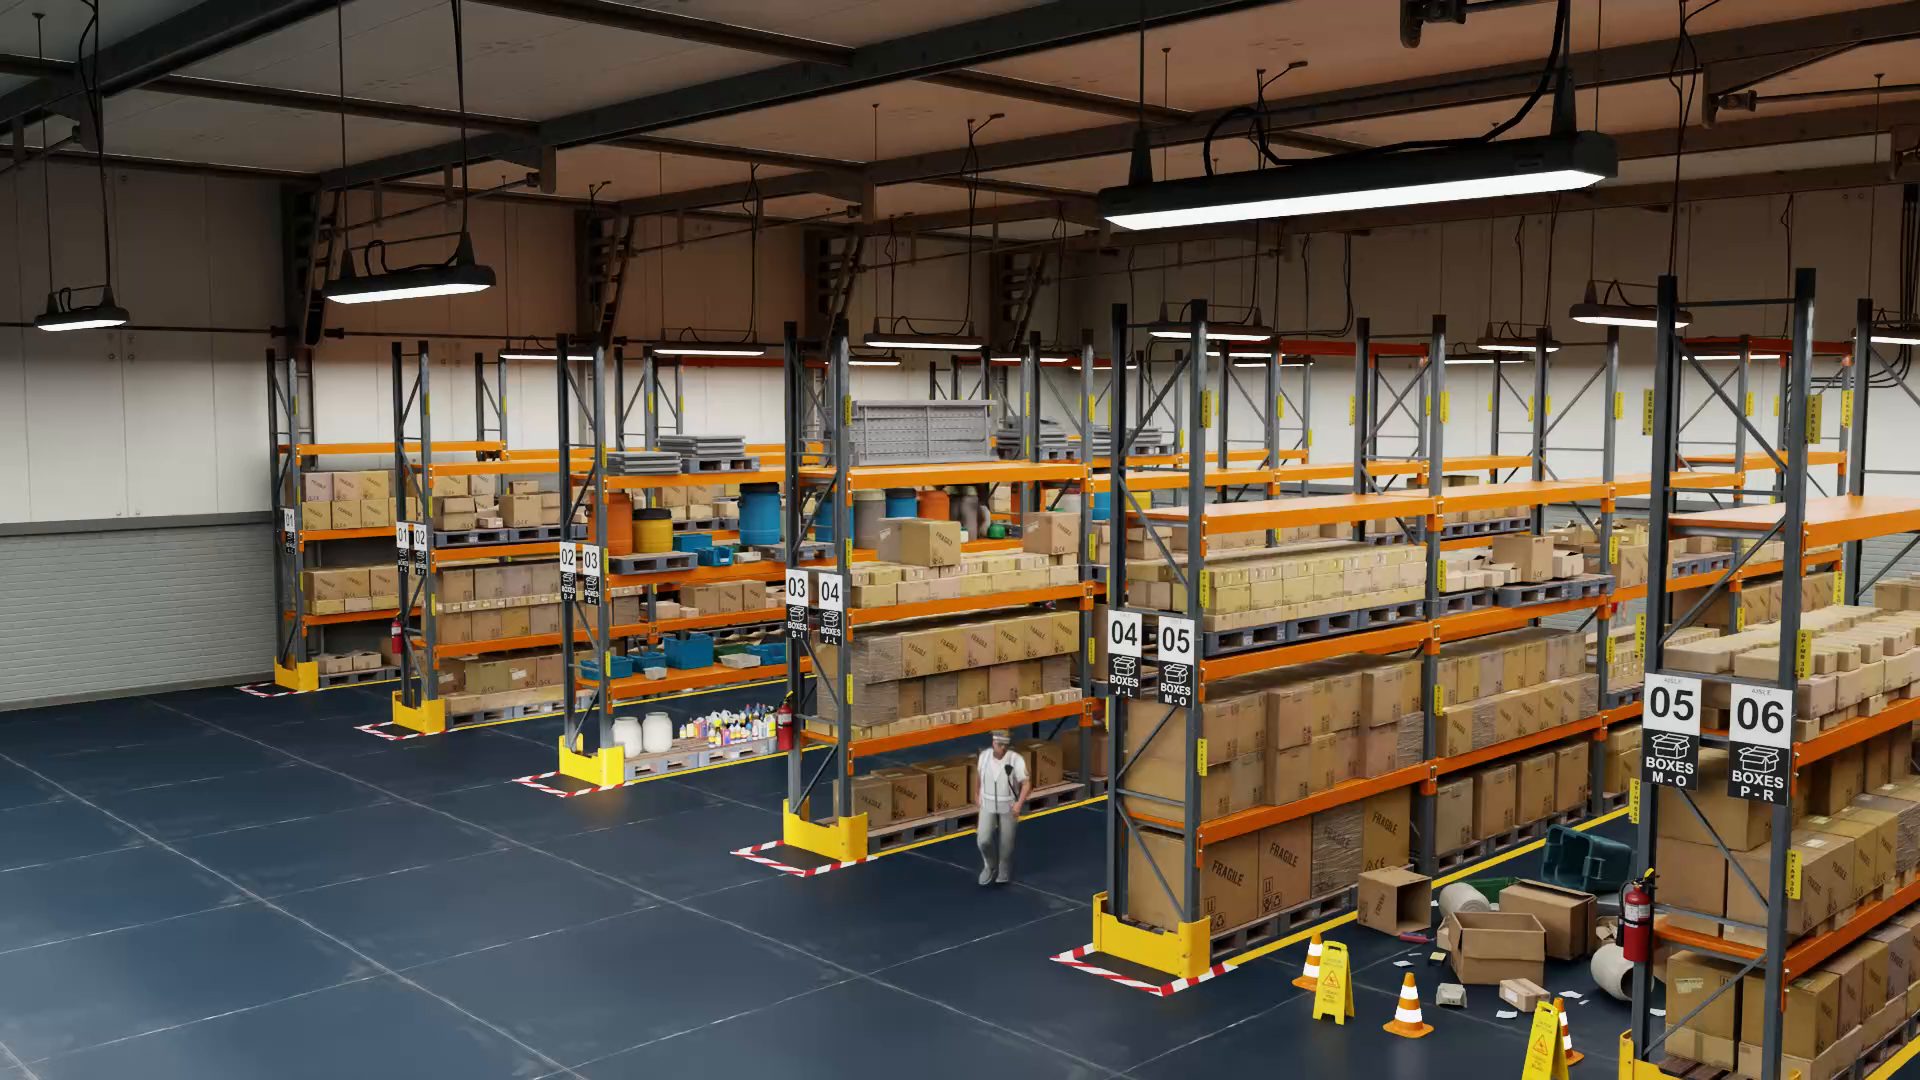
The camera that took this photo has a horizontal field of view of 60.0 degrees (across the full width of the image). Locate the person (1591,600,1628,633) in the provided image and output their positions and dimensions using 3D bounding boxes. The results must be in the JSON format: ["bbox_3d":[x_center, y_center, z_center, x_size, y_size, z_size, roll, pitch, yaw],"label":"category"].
[{"bbox_3d":[12.446,1.507,31.988,0.696,1.711,1.092,3,6,35],"label":"person"}]

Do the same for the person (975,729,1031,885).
[{"bbox_3d":[0.424,2.799,17.382,0.649,1.697,0.805,1,5,10],"label":"person"}]

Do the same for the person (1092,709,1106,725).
[{"bbox_3d":[2.242,2.195,25.610,0.674,1.487,0.565,-3,6,-30],"label":"person"}]
